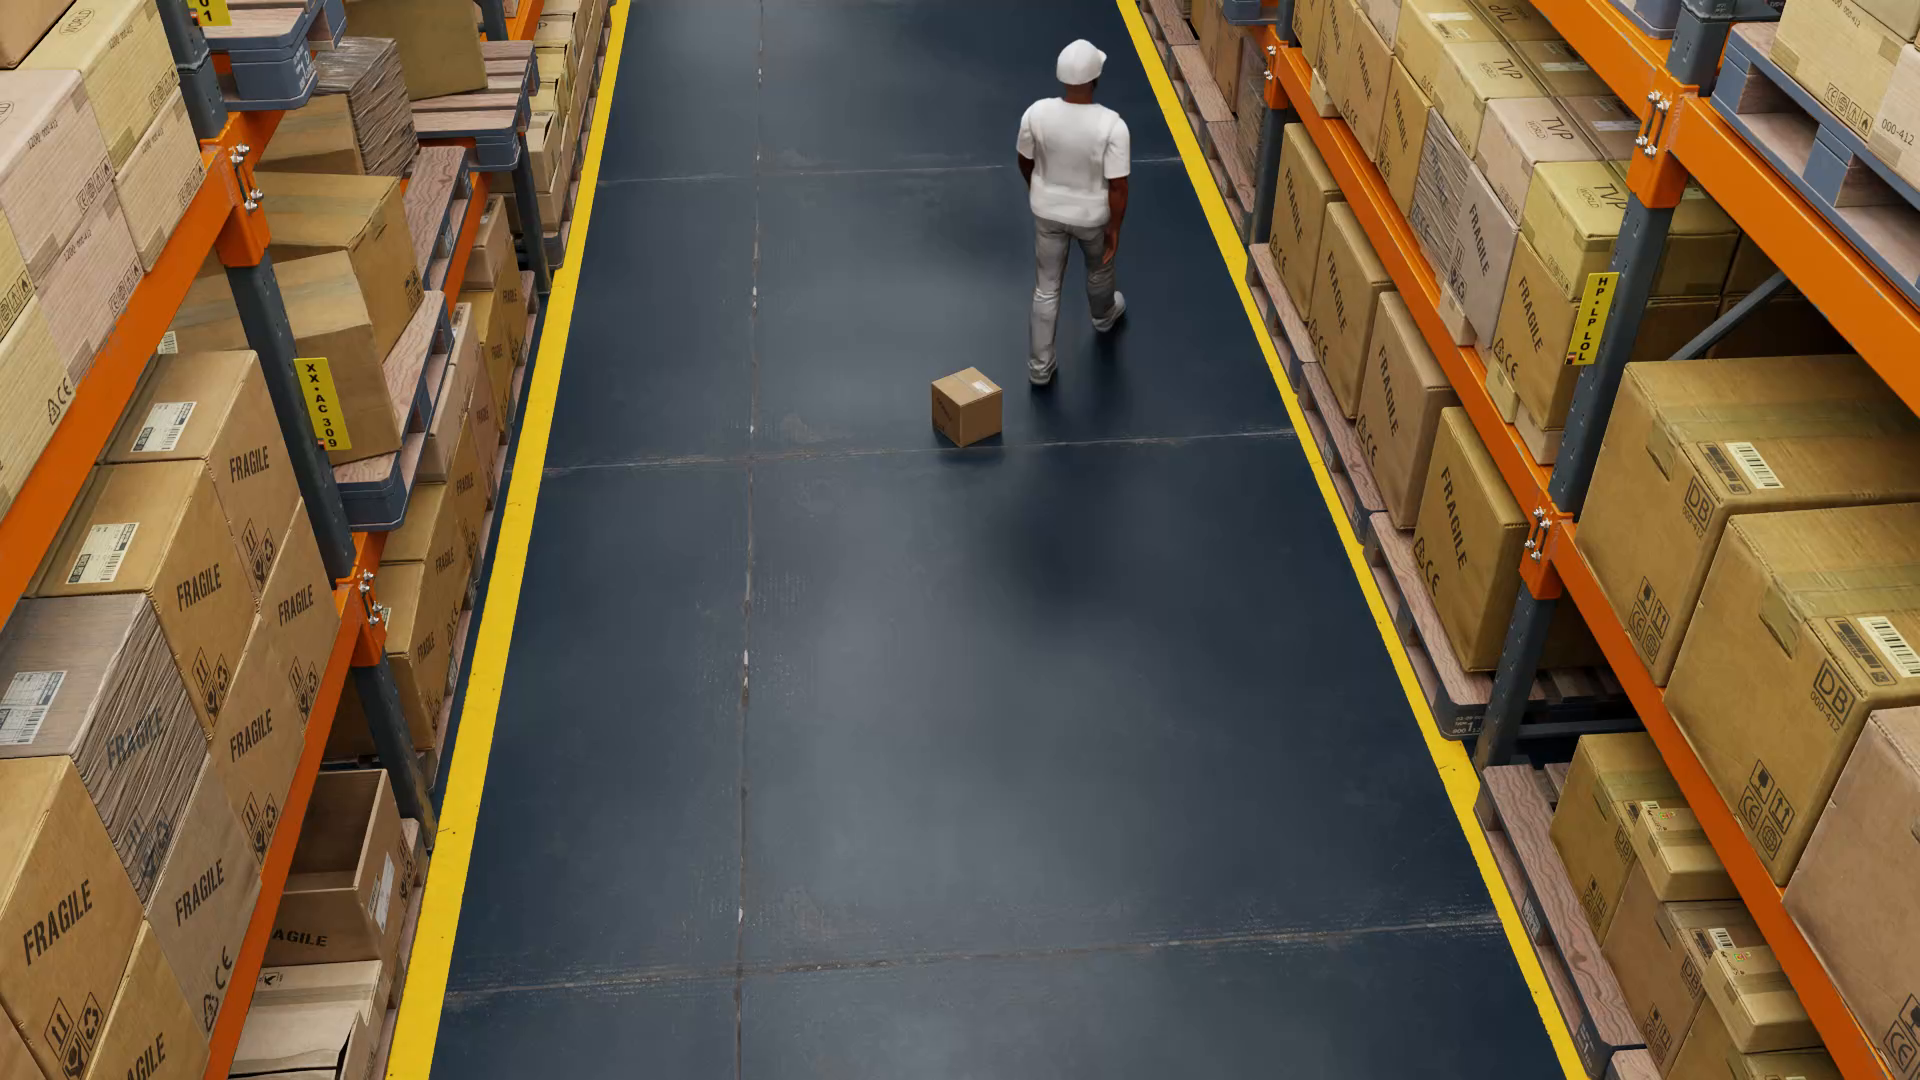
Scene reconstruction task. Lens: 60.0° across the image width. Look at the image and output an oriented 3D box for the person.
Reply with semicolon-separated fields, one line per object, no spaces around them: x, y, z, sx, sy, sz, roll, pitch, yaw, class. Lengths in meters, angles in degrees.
0.578;-1.697;8.225;0.572;1.725;0.925;9;40;11;person
